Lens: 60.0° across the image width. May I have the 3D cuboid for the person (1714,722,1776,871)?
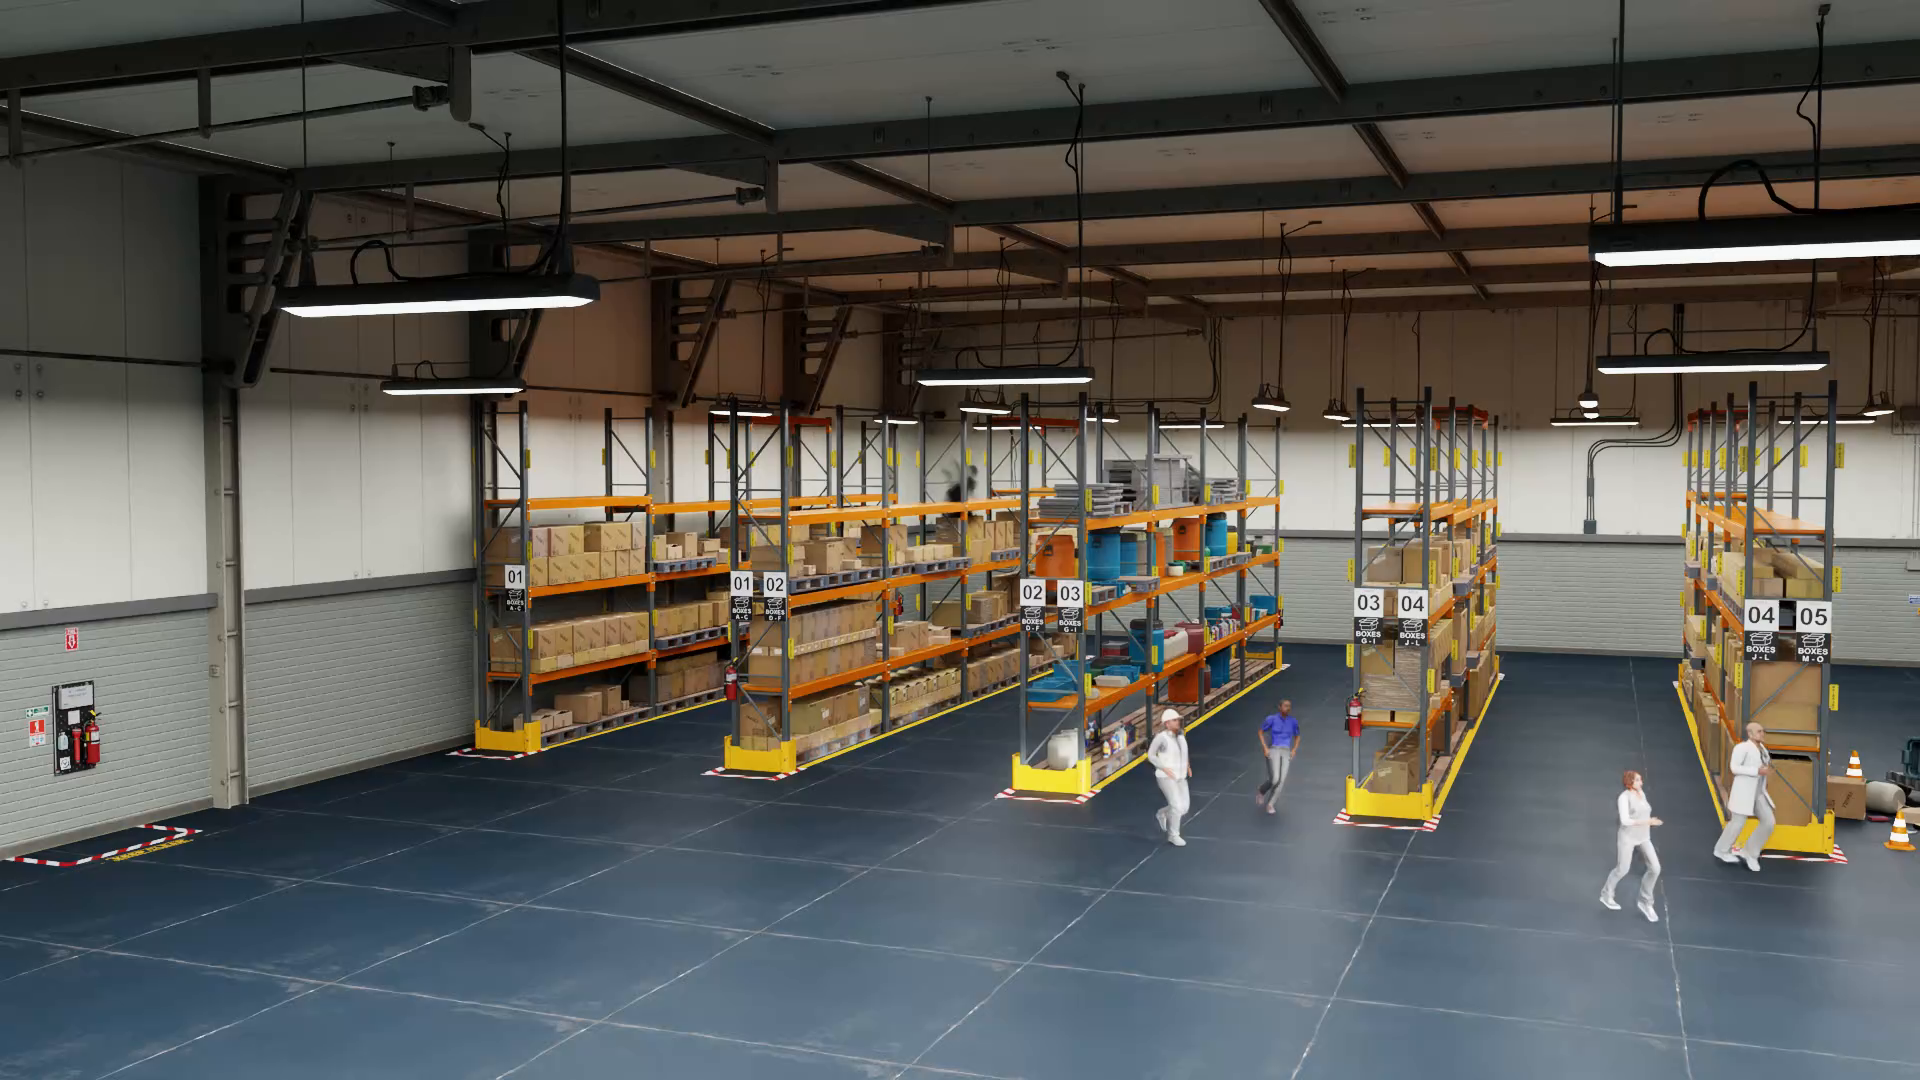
[{"bbox_3d":[9.692,3.145,20.344,0.709,1.835,0.771,-1,3,-23],"label":"person"}]

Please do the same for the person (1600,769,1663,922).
[{"bbox_3d":[7.349,3.313,18.136,0.507,1.638,0.727,-1,3,-27],"label":"person"}]

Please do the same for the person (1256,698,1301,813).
[{"bbox_3d":[4.553,3.057,23.629,0.597,1.594,0.518,-1,3,-10],"label":"person"}]

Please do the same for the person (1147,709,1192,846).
[{"bbox_3d":[2.719,3.077,21.702,0.670,1.746,0.617,-2,4,-38],"label":"person"}]
